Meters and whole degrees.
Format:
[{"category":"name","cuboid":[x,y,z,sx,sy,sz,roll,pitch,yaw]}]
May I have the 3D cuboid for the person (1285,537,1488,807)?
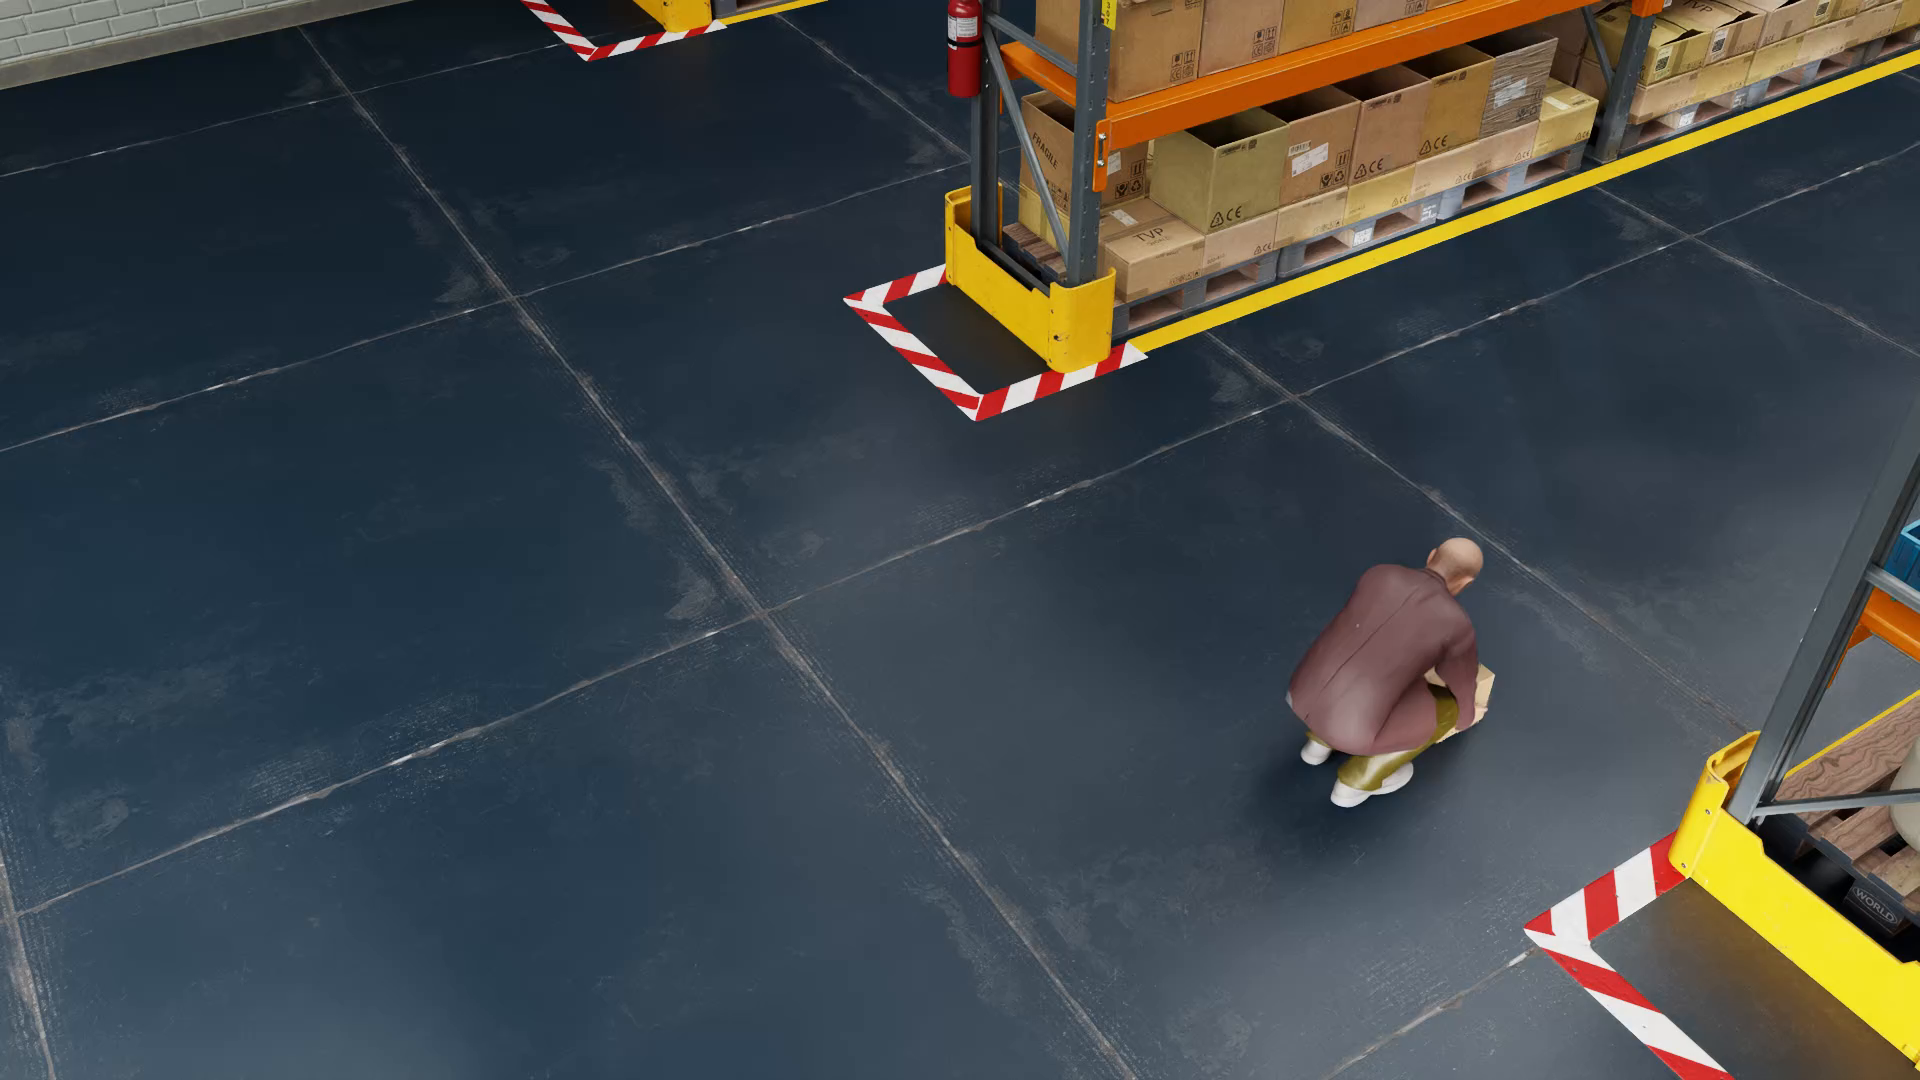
[{"category":"person","cuboid":[1.629,0.488,6.287,0.899,0.886,0.603,-22,45,-24]}]
